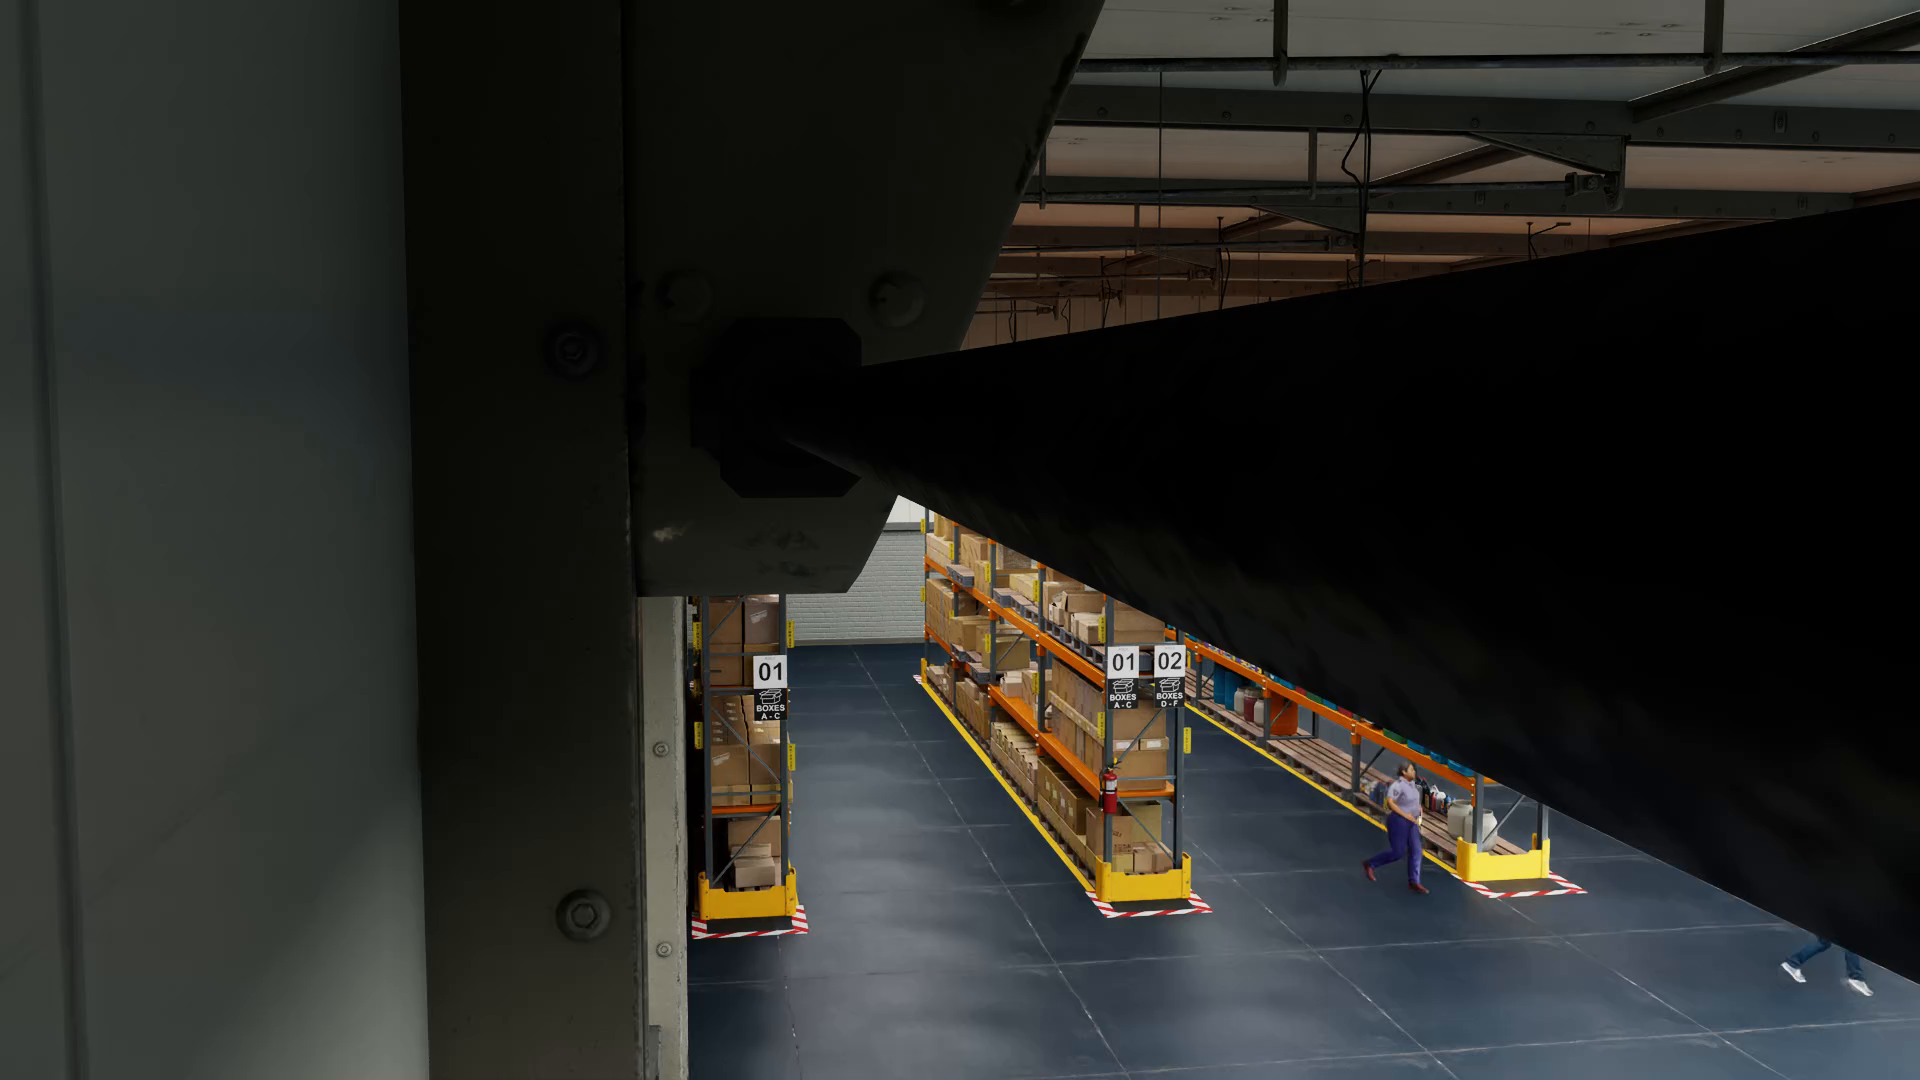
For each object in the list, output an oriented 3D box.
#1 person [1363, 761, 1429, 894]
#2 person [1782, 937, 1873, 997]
[{"bbox_3d":[5.703,3.650,21.356,0.878,1.607,0.680,4,7,41],"label":"person"},{"bbox_3d":[9.214,3.988,17.608,0.871,1.621,0.562,2,5,20],"label":"person"}]
